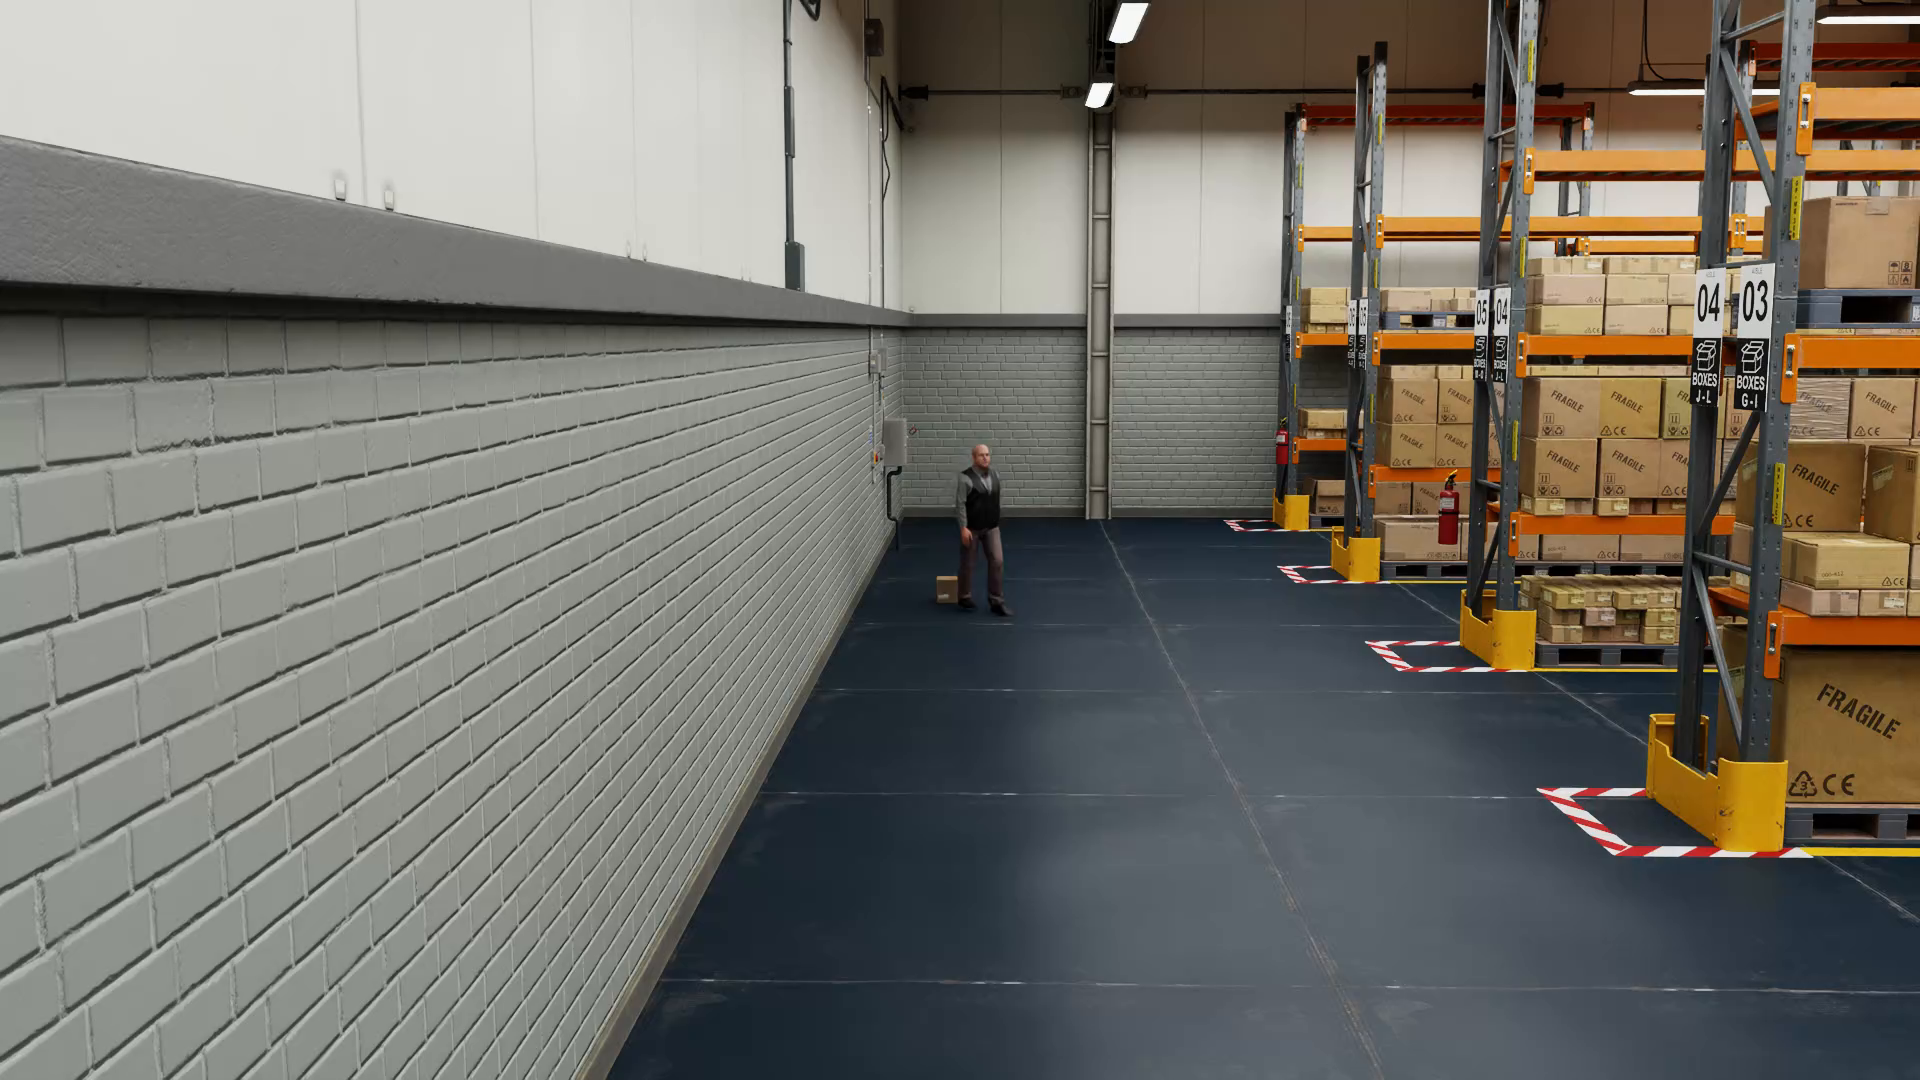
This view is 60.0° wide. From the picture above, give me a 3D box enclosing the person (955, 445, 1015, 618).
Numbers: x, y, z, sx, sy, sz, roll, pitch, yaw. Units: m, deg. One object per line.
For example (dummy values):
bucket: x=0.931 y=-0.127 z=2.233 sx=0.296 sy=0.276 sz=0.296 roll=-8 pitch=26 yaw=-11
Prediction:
person: x=0.185 y=-0.099 z=16.723 sx=0.563 sy=1.730 sz=0.760 roll=-4 pitch=8 yaw=-29
